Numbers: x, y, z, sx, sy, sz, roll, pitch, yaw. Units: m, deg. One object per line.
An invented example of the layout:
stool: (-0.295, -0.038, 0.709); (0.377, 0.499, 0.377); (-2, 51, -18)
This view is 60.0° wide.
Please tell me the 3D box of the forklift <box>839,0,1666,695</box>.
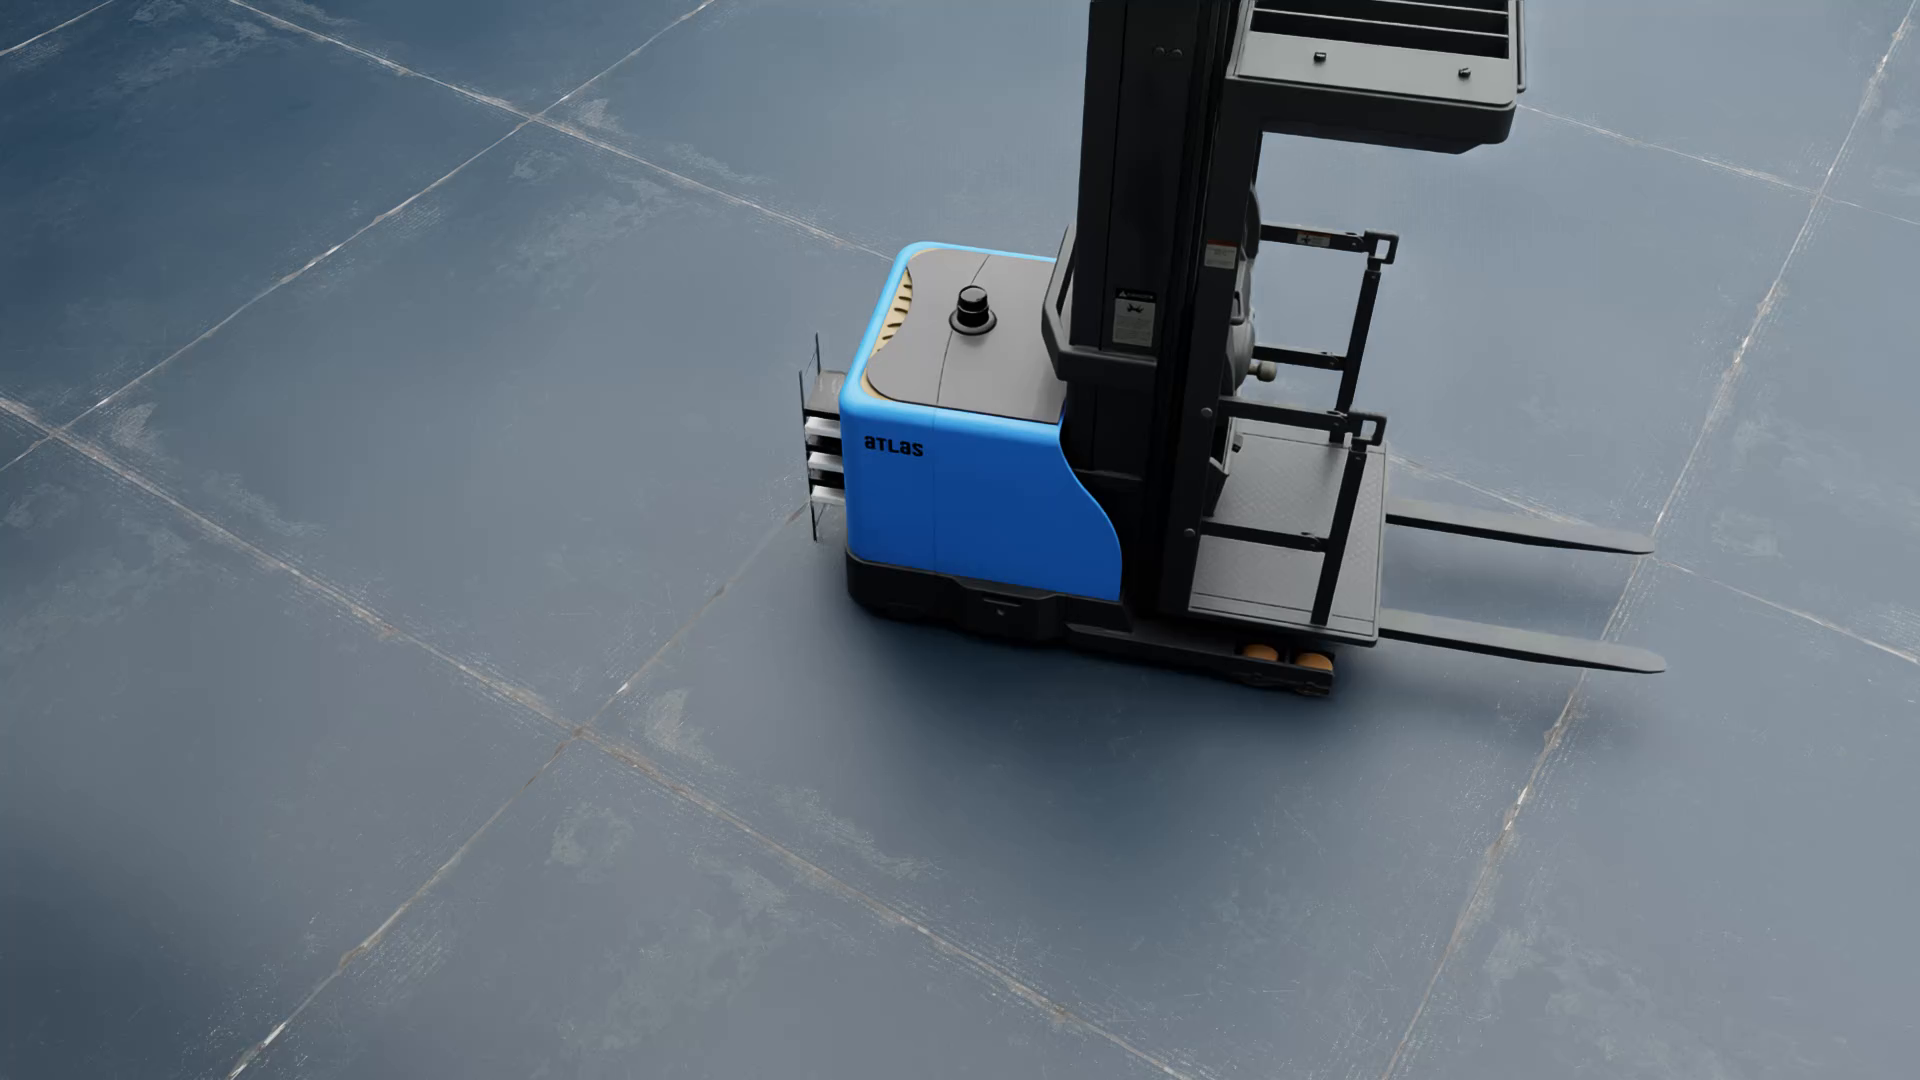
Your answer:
forklift: (1.135, -0.865, 5.547); (3.031, 2.935, 1.130); (9, 47, 9)

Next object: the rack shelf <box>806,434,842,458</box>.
rack shelf: (-0.464, -0.411, 6.443); (0.200, 0.077, 0.258); (9, 47, 9)

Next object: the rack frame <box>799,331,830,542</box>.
rack frame: (-0.563, -0.388, 6.499); (0.006, 0.900, 0.240); (9, 47, 9)

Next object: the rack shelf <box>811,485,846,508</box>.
rack shelf: (-0.464, -0.223, 6.637); (0.200, 0.077, 0.258); (9, 47, 9)

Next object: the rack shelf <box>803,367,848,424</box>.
rack shelf: (-0.464, -0.537, 6.314); (0.200, 0.077, 0.258); (9, 47, 9)

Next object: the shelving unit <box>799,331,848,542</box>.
shelving unit: (-0.464, -0.372, 6.484); (0.210, 0.900, 0.258); (9, 47, 9)

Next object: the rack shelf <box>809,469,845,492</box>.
rack shelf: (-0.464, -0.286, 6.572); (0.200, 0.077, 0.258); (9, 47, 9)

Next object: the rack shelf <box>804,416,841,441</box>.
rack shelf: (-0.464, -0.474, 6.379); (0.200, 0.077, 0.258); (9, 47, 9)

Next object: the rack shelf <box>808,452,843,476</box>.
rack shelf: (-0.464, -0.349, 6.508); (0.200, 0.077, 0.258); (9, 47, 9)
